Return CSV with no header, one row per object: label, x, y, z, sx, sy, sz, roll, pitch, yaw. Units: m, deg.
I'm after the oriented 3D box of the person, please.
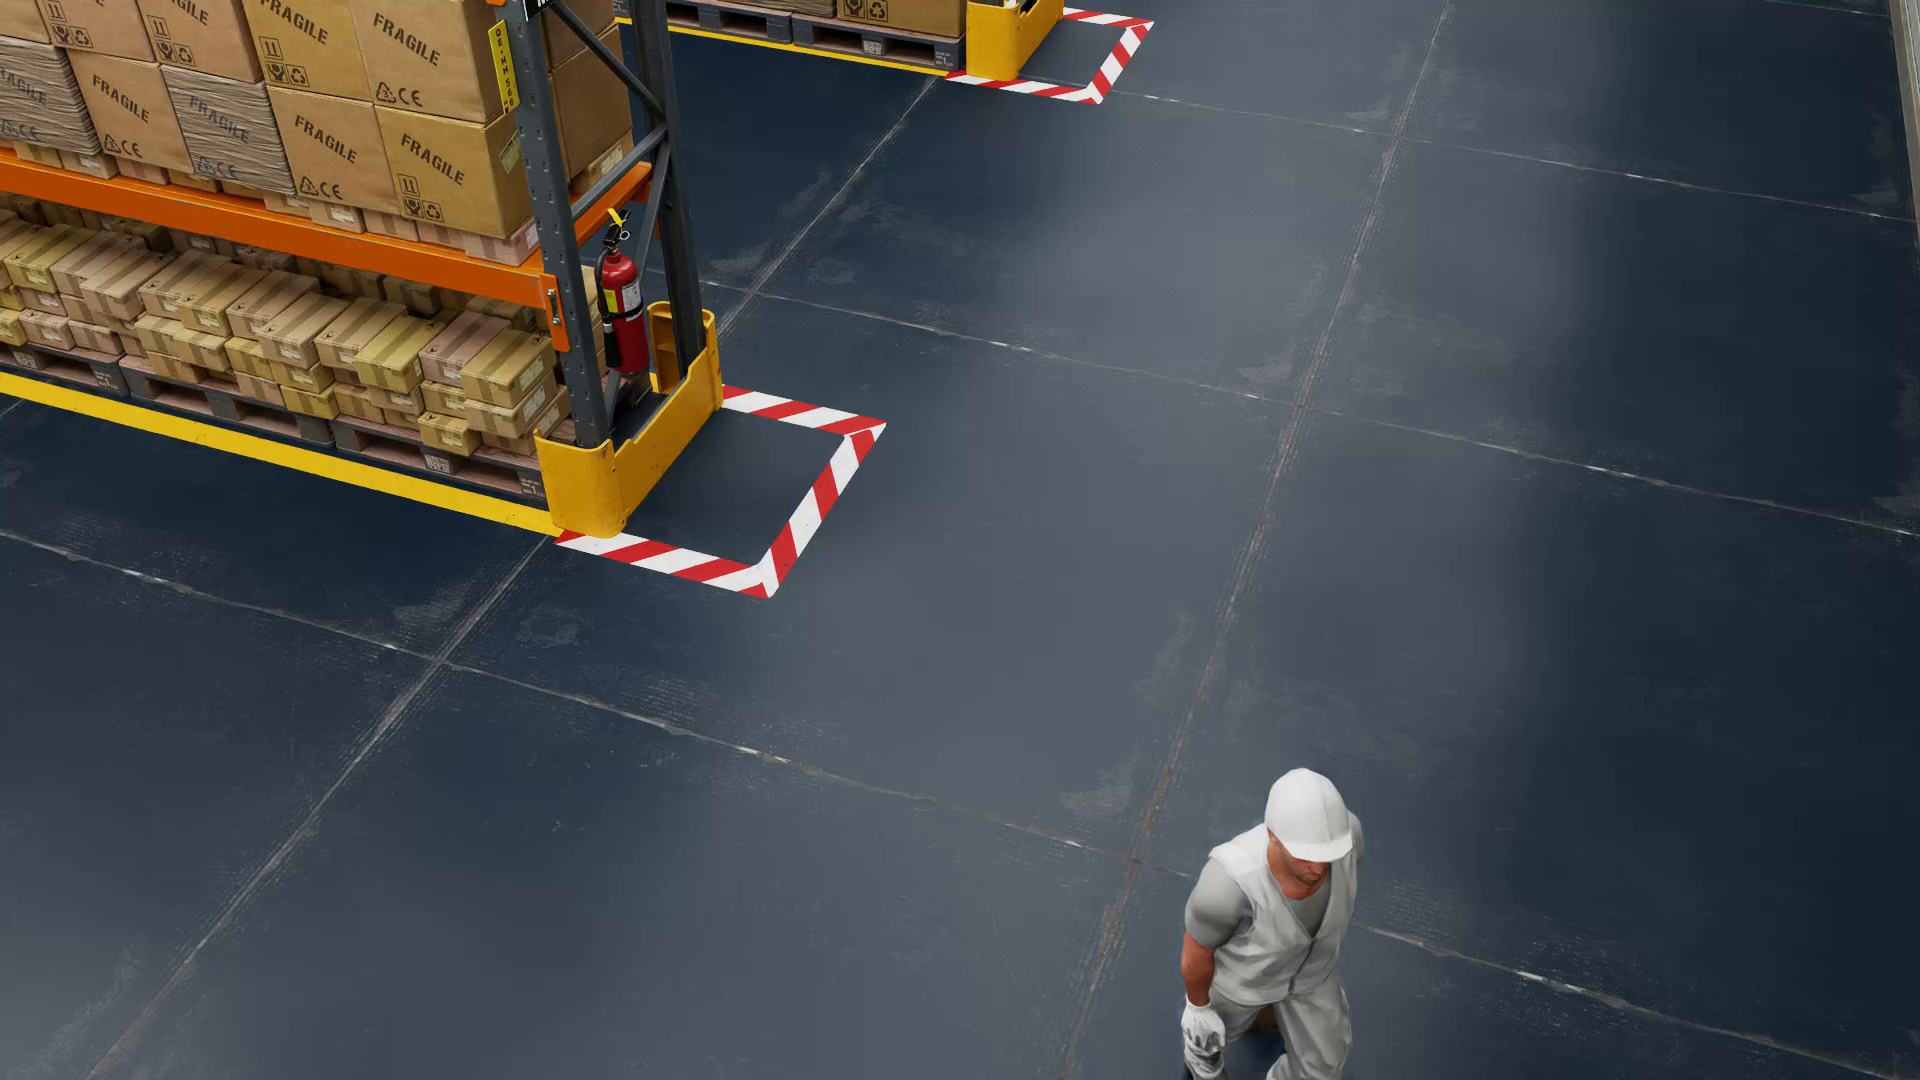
person,0.860,1.206,4.756,0.578,1.795,0.551,-12,43,-14
